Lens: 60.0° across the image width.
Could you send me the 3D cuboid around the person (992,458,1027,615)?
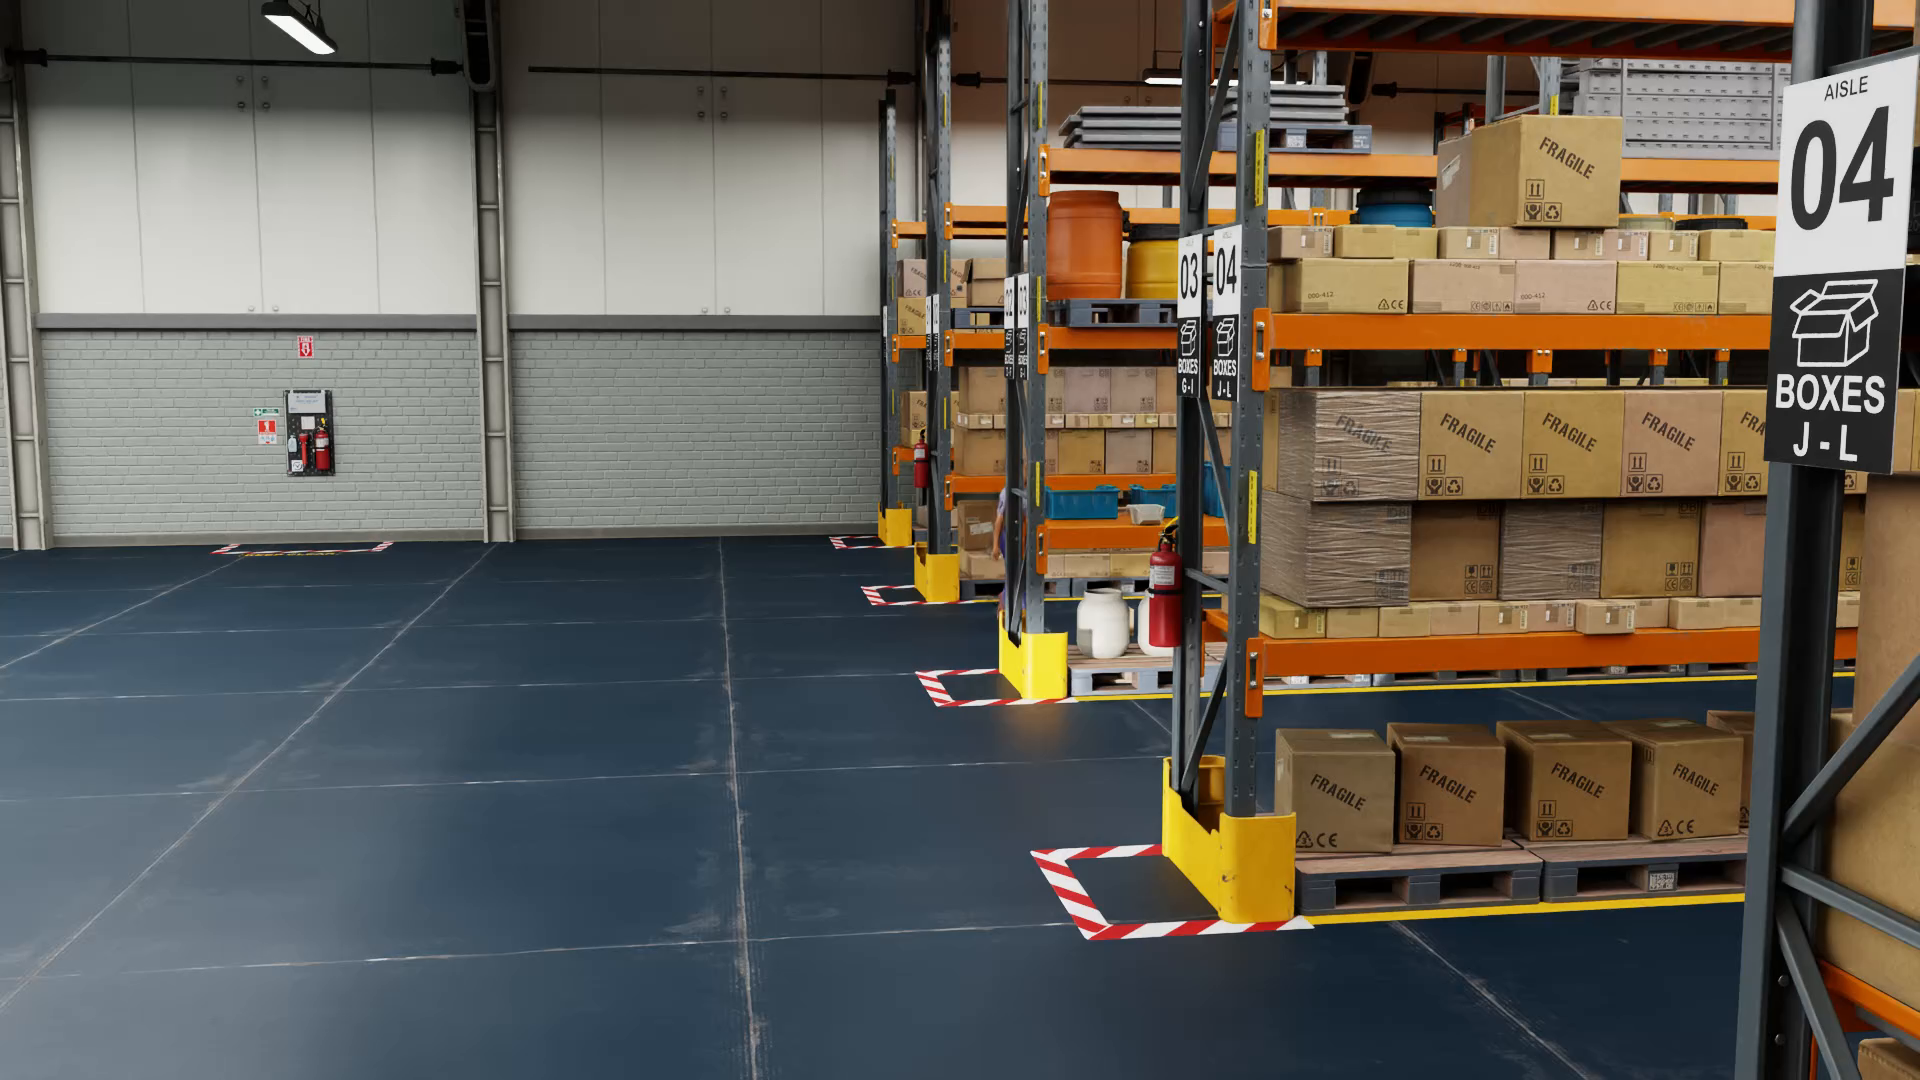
[{"bbox_3d":[0.560,0.028,15.659,0.498,1.617,0.772,-5,8,-37],"label":"person"}]
